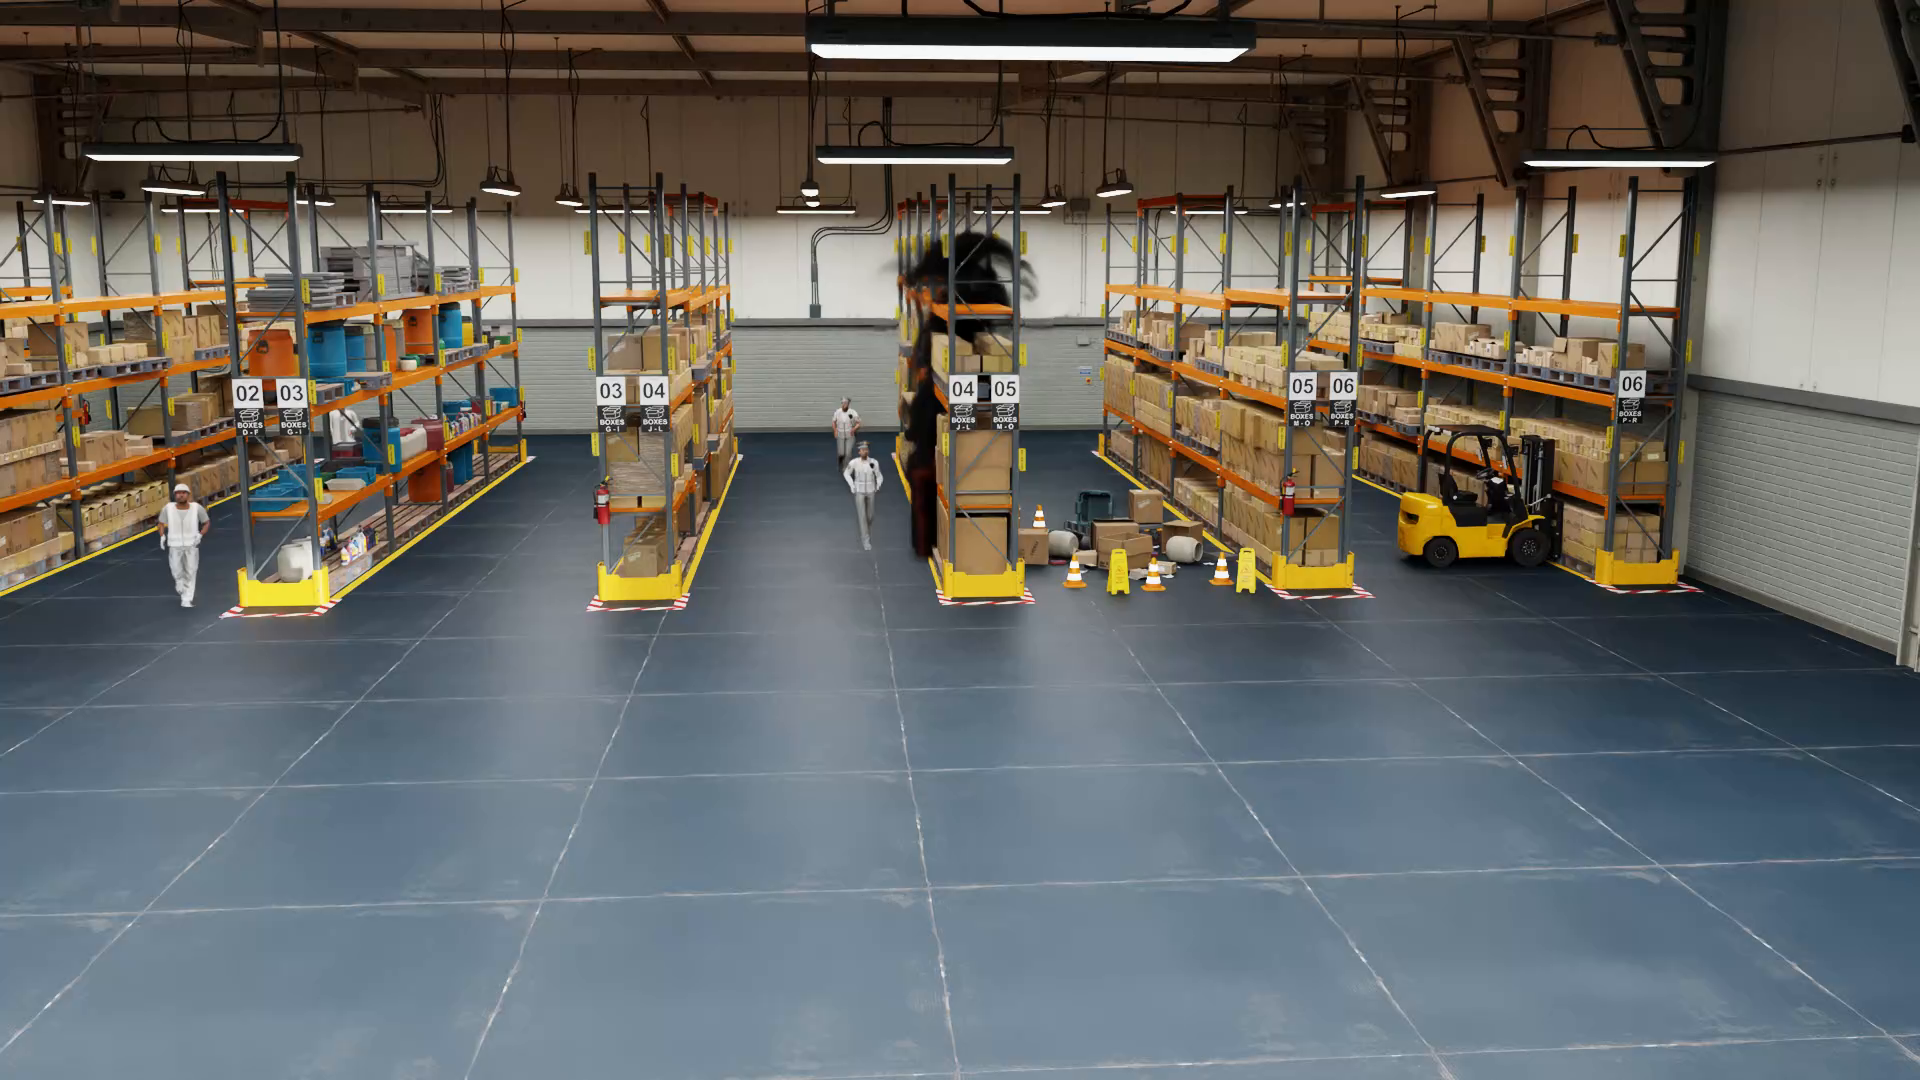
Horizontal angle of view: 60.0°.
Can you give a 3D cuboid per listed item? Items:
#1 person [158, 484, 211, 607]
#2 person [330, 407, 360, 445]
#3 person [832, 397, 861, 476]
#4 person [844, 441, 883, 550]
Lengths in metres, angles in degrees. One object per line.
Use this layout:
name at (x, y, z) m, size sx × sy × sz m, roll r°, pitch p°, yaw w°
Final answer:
person at (-10.898, 0.061, 23.407) m, size 0.682 × 1.732 × 0.595 m, roll -4°, pitch 11°, yaw -22°
person at (-13.469, -2.218, 36.309) m, size 0.710 × 1.731 × 0.603 m, roll -4°, pitch 11°, yaw -19°
person at (-2.505, -2.283, 36.655) m, size 0.650 × 1.753 × 0.636 m, roll 0°, pitch 10°, yaw 2°
person at (-1.524, -0.741, 26.451) m, size 0.618 × 1.693 × 0.634 m, roll -2°, pitch 10°, yaw -12°
